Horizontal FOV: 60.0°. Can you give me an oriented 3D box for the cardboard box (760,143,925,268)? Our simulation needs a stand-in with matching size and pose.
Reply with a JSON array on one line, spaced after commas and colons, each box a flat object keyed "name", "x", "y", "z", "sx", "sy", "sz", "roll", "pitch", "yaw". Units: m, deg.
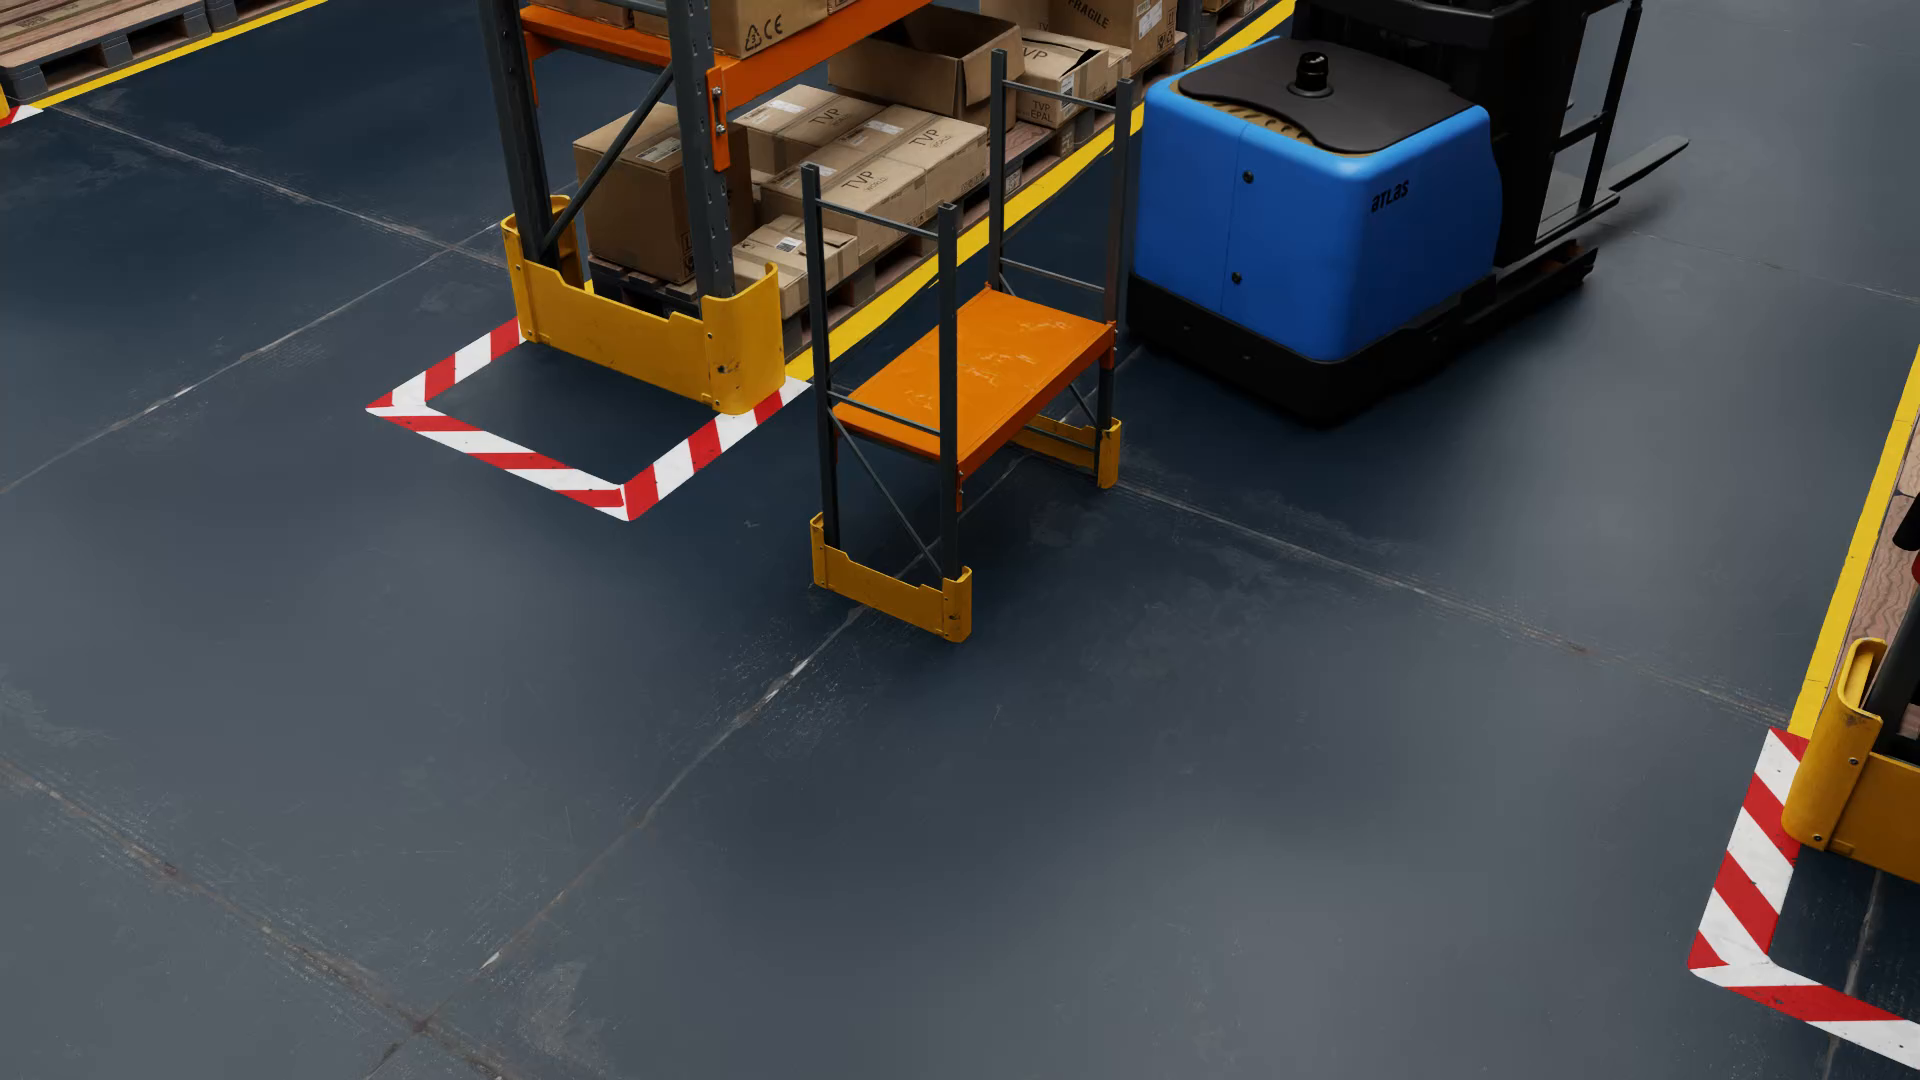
[{"name": "cardboard box", "x": -0.490, "y": -1.421, "z": 7.028, "sx": 0.500, "sy": 0.250, "sz": 0.500, "roll": 21, "pitch": 42, "yaw": 25}]

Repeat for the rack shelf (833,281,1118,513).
[{"name": "rack shelf", "x": 0.046, "y": -0.496, "z": 5.459, "sx": 0.538, "sy": 0.185, "sz": 1.000, "roll": 21, "pitch": 42, "yaw": 25}]

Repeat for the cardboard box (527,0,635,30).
[{"name": "cardboard box", "x": -1.279, "y": -2.250, "z": 6.130, "sx": 0.500, "sy": 0.500, "sz": 0.500, "roll": 23, "pitch": 43, "yaw": 26}]

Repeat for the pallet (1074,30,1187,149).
[{"name": "pallet", "x": 0.486, "y": -2.494, "z": 8.813, "sx": 1.003, "sy": 0.211, "sz": 1.213, "roll": 21, "pitch": 42, "yaw": 25}]

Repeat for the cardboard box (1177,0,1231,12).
[{"name": "cardboard box", "x": 1.319, "y": -3.306, "z": 9.269, "sx": 0.500, "sy": 0.500, "sz": 0.500, "roll": 19, "pitch": 42, "yaw": 23}]

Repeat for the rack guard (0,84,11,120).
[{"name": "rack guard", "x": -5.471, "y": -2.506, "z": 8.591, "sx": 1.175, "sy": 0.500, "sz": 0.348, "roll": 21, "pitch": 42, "yaw": 25}]

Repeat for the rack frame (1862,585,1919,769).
[{"name": "rack frame", "x": 2.896, "y": -0.272, "z": 3.646, "sx": 1.000, "sy": 3.000, "sz": 0.127, "roll": 21, "pitch": 42, "yaw": 25}]

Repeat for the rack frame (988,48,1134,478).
[{"name": "rack frame", "x": 0.318, "y": -0.900, "z": 5.689, "sx": 0.500, "sy": 1.500, "sz": 0.032, "roll": 21, "pitch": 42, "yaw": 25}]

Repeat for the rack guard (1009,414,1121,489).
[{"name": "rack guard", "x": 0.308, "y": -0.395, "z": 6.058, "sx": 0.587, "sy": 0.250, "sz": 0.087, "roll": 21, "pitch": 42, "yaw": 25}]

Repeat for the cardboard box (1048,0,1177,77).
[{"name": "cardboard box", "x": 0.789, "y": -2.750, "z": 8.548, "sx": 0.500, "sy": 0.500, "sz": 0.500, "roll": 21, "pitch": 42, "yaw": 25}]

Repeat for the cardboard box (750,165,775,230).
[{"name": "cardboard box", "x": -0.912, "y": -1.483, "z": 7.177, "sx": 0.380, "sy": 0.166, "sz": 0.250, "roll": 21, "pitch": 42, "yaw": 25}]

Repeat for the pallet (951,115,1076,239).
[{"name": "pallet", "x": -0.167, "y": -1.863, "z": 7.993, "sx": 1.003, "sy": 0.211, "sz": 1.213, "roll": 21, "pitch": 42, "yaw": 25}]

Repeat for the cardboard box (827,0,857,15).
[{"name": "cardboard box", "x": -0.556, "y": -2.340, "z": 6.247, "sx": 0.500, "sy": 0.500, "sz": 0.500, "roll": 21, "pitch": 42, "yaw": 25}]

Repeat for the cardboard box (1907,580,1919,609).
[{"name": "cardboard box", "x": 3.187, "y": 0.158, "z": 4.791, "sx": 0.700, "sy": 0.500, "sz": 0.500, "roll": 21, "pitch": 42, "yaw": 25}]

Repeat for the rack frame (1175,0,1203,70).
[{"name": "rack frame", "x": 0.854, "y": -3.952, "z": 8.420, "sx": 1.000, "sy": 3.000, "sz": 0.127, "roll": 21, "pitch": 42, "yaw": 25}]

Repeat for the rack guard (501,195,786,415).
[{"name": "rack guard", "x": -1.248, "y": -0.939, "z": 6.559, "sx": 1.175, "sy": 0.500, "sz": 0.348, "roll": 21, "pitch": 42, "yaw": 25}]

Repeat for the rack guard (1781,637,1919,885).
[{"name": "rack guard", "x": 2.883, "y": 0.731, "z": 4.393, "sx": 1.175, "sy": 0.500, "sz": 0.348, "roll": 21, "pitch": 42, "yaw": 25}]

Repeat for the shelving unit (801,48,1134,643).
[{"name": "shelving unit", "x": 0.041, "y": -0.633, "z": 5.343, "sx": 0.587, "sy": 1.500, "sz": 1.083, "roll": 21, "pitch": 42, "yaw": 25}]

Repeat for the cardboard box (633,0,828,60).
[{"name": "cardboard box", "x": -0.828, "y": -2.072, "z": 5.899, "sx": 0.500, "sy": 0.500, "sz": 0.500, "roll": 22, "pitch": 43, "yaw": 26}]

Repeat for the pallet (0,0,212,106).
[{"name": "pallet", "x": -4.995, "y": -2.820, "z": 9.236, "sx": 1.003, "sy": 0.211, "sz": 1.213, "roll": 21, "pitch": 42, "yaw": 25}]

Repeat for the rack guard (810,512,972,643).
[{"name": "rack guard", "x": -0.226, "y": 0.118, "z": 5.392, "sx": 0.587, "sy": 0.250, "sz": 0.087, "roll": 21, "pitch": 42, "yaw": 25}]

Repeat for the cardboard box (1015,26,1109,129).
[{"name": "cardboard box", "x": 0.387, "y": -2.288, "z": 8.104, "sx": 0.500, "sy": 0.311, "sz": 0.500, "roll": 21, "pitch": 42, "yaw": 25}]

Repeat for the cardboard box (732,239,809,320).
[{"name": "cardboard box", "x": -0.774, "y": -1.039, "z": 6.615, "sx": 0.380, "sy": 0.149, "sz": 0.250, "roll": 21, "pitch": 42, "yaw": 25}]

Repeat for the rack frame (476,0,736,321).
[{"name": "rack frame", "x": -1.289, "y": -1.890, "z": 5.745, "sx": 1.000, "sy": 3.000, "sz": 0.127, "roll": 21, "pitch": 42, "yaw": 25}]

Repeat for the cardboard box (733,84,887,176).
[{"name": "cardboard box", "x": -0.671, "y": -1.816, "z": 7.541, "sx": 0.500, "sy": 0.250, "sz": 0.500, "roll": 21, "pitch": 42, "yaw": 25}]

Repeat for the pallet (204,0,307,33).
[{"name": "pallet", "x": -4.340, "y": -3.447, "z": 10.048, "sx": 1.003, "sy": 0.211, "sz": 1.213, "roll": 21, "pitch": 42, "yaw": 25}]

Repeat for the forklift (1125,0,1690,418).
[{"name": "forklift", "x": 2.100, "y": -2.394, "z": 6.455, "sx": 3.031, "sy": 2.935, "sz": 1.130, "roll": -29, "pitch": 46, "yaw": -32}]

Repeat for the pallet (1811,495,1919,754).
[{"name": "pallet", "x": 3.258, "y": 0.395, "z": 5.065, "sx": 1.003, "sy": 0.211, "sz": 1.213, "roll": 21, "pitch": 42, "yaw": 25}]

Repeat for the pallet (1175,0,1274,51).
[{"name": "pallet", "x": 1.258, "y": -3.280, "z": 9.831, "sx": 1.003, "sy": 0.211, "sz": 1.213, "roll": 21, "pitch": 42, "yaw": 25}]

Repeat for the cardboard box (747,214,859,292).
[{"name": "cardboard box", "x": -0.640, "y": -1.175, "z": 6.777, "sx": 0.380, "sy": 0.166, "sz": 0.250, "roll": 21, "pitch": 42, "yaw": 25}]

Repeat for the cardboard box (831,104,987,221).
[{"name": "cardboard box", "x": -0.222, "y": -1.678, "z": 7.362, "sx": 0.500, "sy": 0.250, "sz": 0.500, "roll": 21, "pitch": 42, "yaw": 25}]

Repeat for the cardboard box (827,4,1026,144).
[{"name": "cardboard box", "x": -0.148, "y": -2.168, "z": 7.789, "sx": 0.797, "sy": 0.503, "sz": 0.637, "roll": 21, "pitch": 42, "yaw": 25}]

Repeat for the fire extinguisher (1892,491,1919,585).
[{"name": "fire extinguisher", "x": 2.426, "y": -0.167, "z": 3.878, "sx": 0.296, "sy": 0.674, "sz": 0.183, "roll": 21, "pitch": 42, "yaw": 25}]

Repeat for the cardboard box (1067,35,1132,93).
[{"name": "cardboard box", "x": 0.638, "y": -2.398, "z": 8.378, "sx": 0.380, "sy": 0.149, "sz": 0.250, "roll": 21, "pitch": 42, "yaw": 25}]

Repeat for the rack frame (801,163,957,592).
[{"name": "rack frame", "x": -0.227, "y": -0.376, "z": 5.009, "sx": 0.500, "sy": 1.500, "sz": 0.032, "roll": 21, "pitch": 42, "yaw": 25}]

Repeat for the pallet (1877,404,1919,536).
[{"name": "pallet", "x": 3.913, "y": -0.232, "z": 5.878, "sx": 1.003, "sy": 0.211, "sz": 1.213, "roll": 21, "pitch": 42, "yaw": 25}]

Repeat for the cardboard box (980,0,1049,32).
[{"name": "cardboard box", "x": 0.447, "y": -2.916, "z": 8.918, "sx": 0.500, "sy": 0.311, "sz": 0.500, "roll": 21, "pitch": 42, "yaw": 25}]

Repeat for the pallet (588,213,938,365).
[{"name": "pallet", "x": -0.822, "y": -1.236, "z": 7.181, "sx": 1.003, "sy": 0.211, "sz": 1.213, "roll": 21, "pitch": 42, "yaw": 25}]

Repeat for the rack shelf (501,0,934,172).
[{"name": "rack shelf", "x": -0.217, "y": -2.636, "z": 7.302, "sx": 1.077, "sy": 0.370, "sz": 4.000, "roll": 21, "pitch": 42, "yaw": 25}]

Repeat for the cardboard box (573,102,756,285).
[{"name": "cardboard box", "x": -1.205, "y": -1.435, "z": 6.842, "sx": 0.500, "sy": 0.500, "sz": 0.500, "roll": 21, "pitch": 42, "yaw": 25}]
